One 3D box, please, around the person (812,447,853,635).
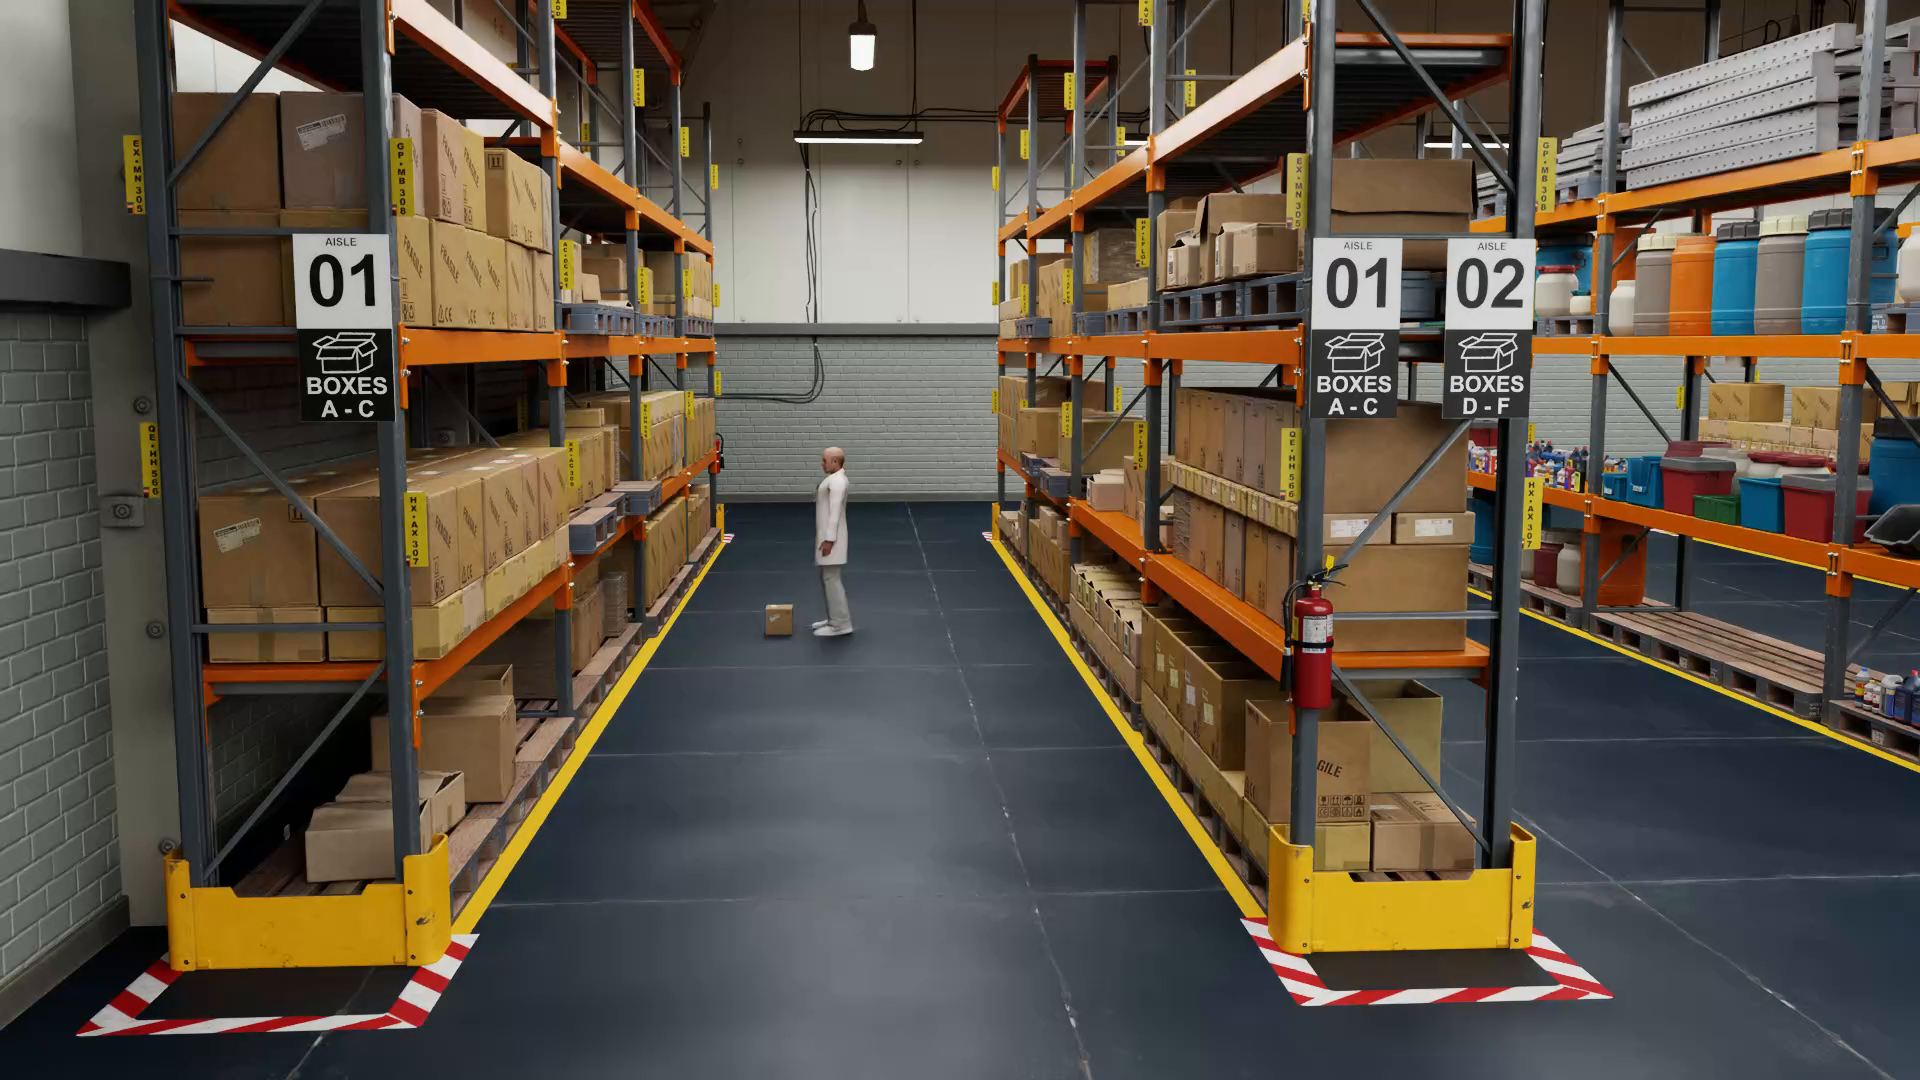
[{"bbox_3d":[-1.221,0.012,15.798,0.395,1.793,0.563,0,7,-2],"label":"person"}]
